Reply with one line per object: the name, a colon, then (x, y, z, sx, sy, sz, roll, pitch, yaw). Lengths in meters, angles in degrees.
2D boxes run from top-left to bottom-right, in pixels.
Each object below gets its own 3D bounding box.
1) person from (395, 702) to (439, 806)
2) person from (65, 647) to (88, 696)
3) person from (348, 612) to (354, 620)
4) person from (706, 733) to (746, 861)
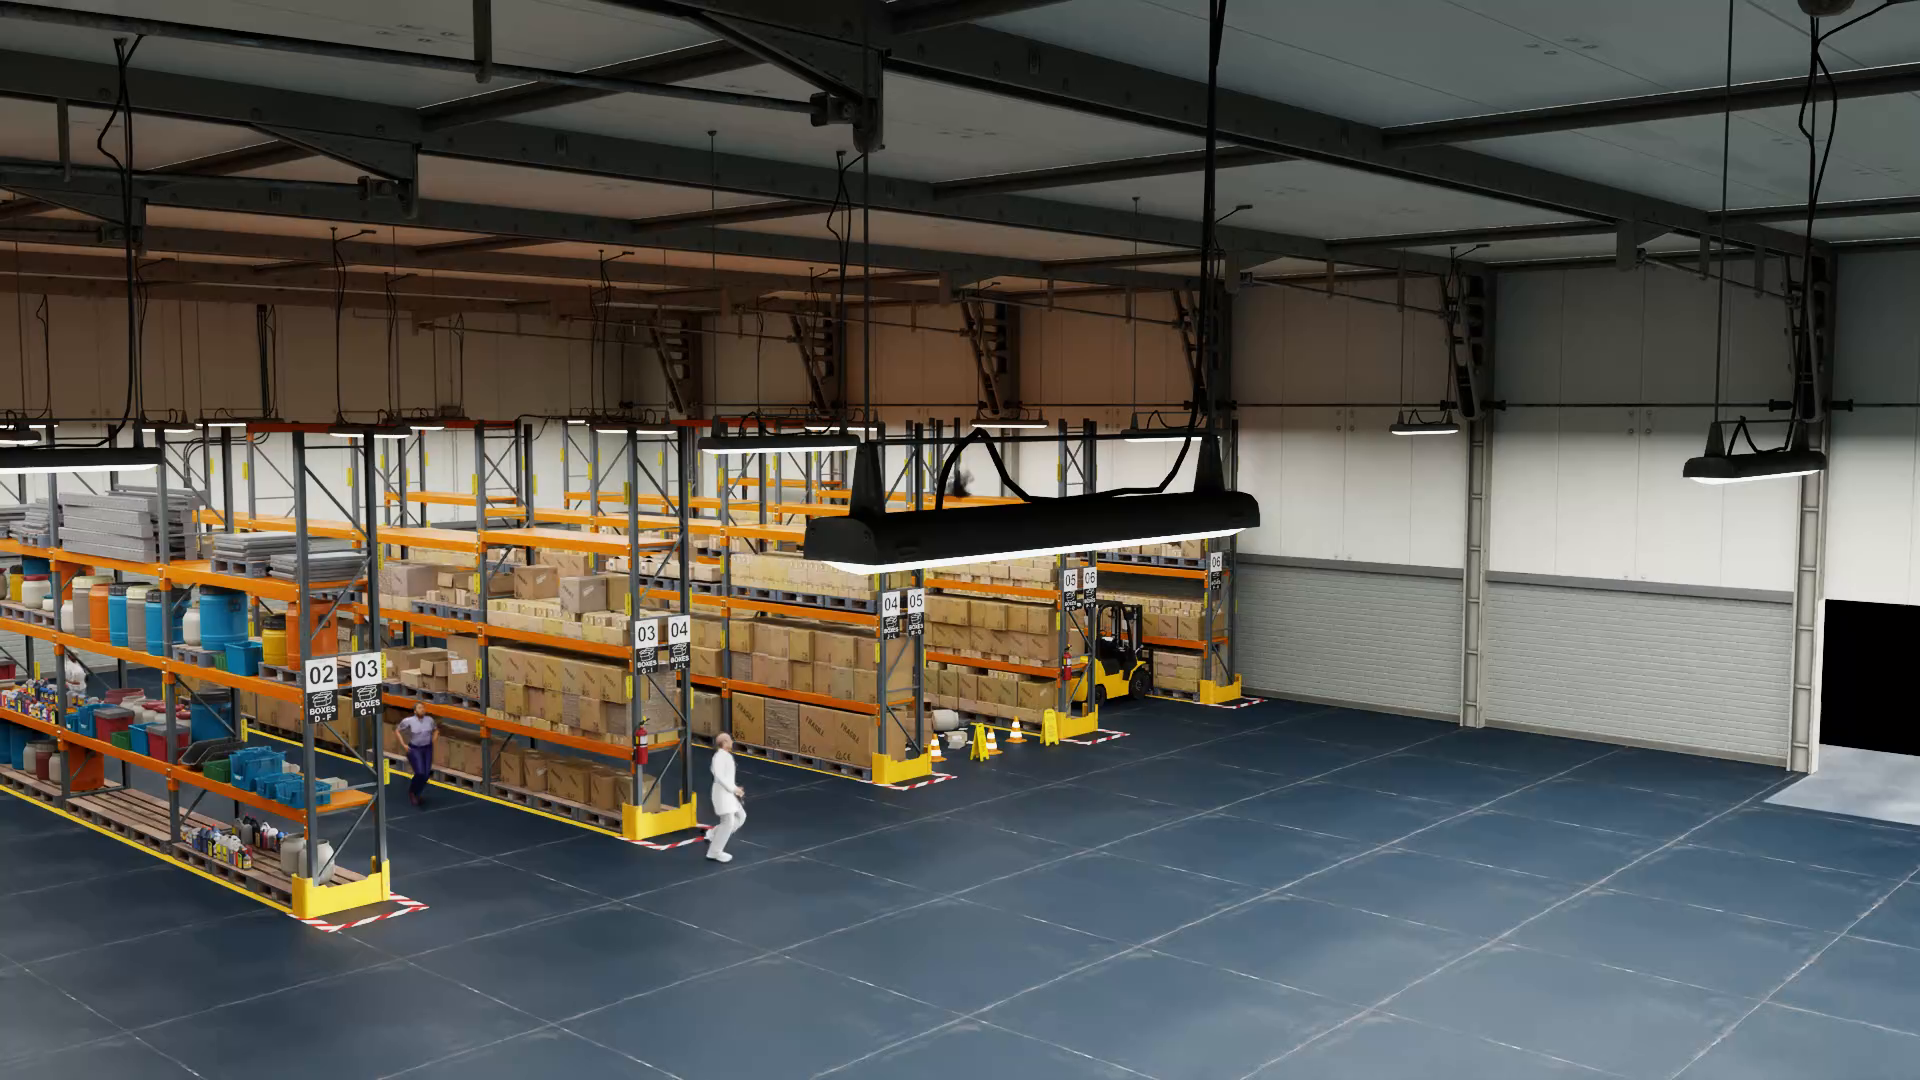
person: (-8.529, 3.371, 26.299, 0.593, 1.642, 0.663, 5, 7, 45)
person: (-16.924, 2.885, 31.754, 0.930, 1.698, 0.587, 3, 5, 29)
person: (-14.212, 2.366, 39.042, 0.664, 1.592, 0.603, 2, 5, 22)
person: (-3.278, 3.570, 23.292, 0.565, 1.723, 0.744, 0, 5, -2)
